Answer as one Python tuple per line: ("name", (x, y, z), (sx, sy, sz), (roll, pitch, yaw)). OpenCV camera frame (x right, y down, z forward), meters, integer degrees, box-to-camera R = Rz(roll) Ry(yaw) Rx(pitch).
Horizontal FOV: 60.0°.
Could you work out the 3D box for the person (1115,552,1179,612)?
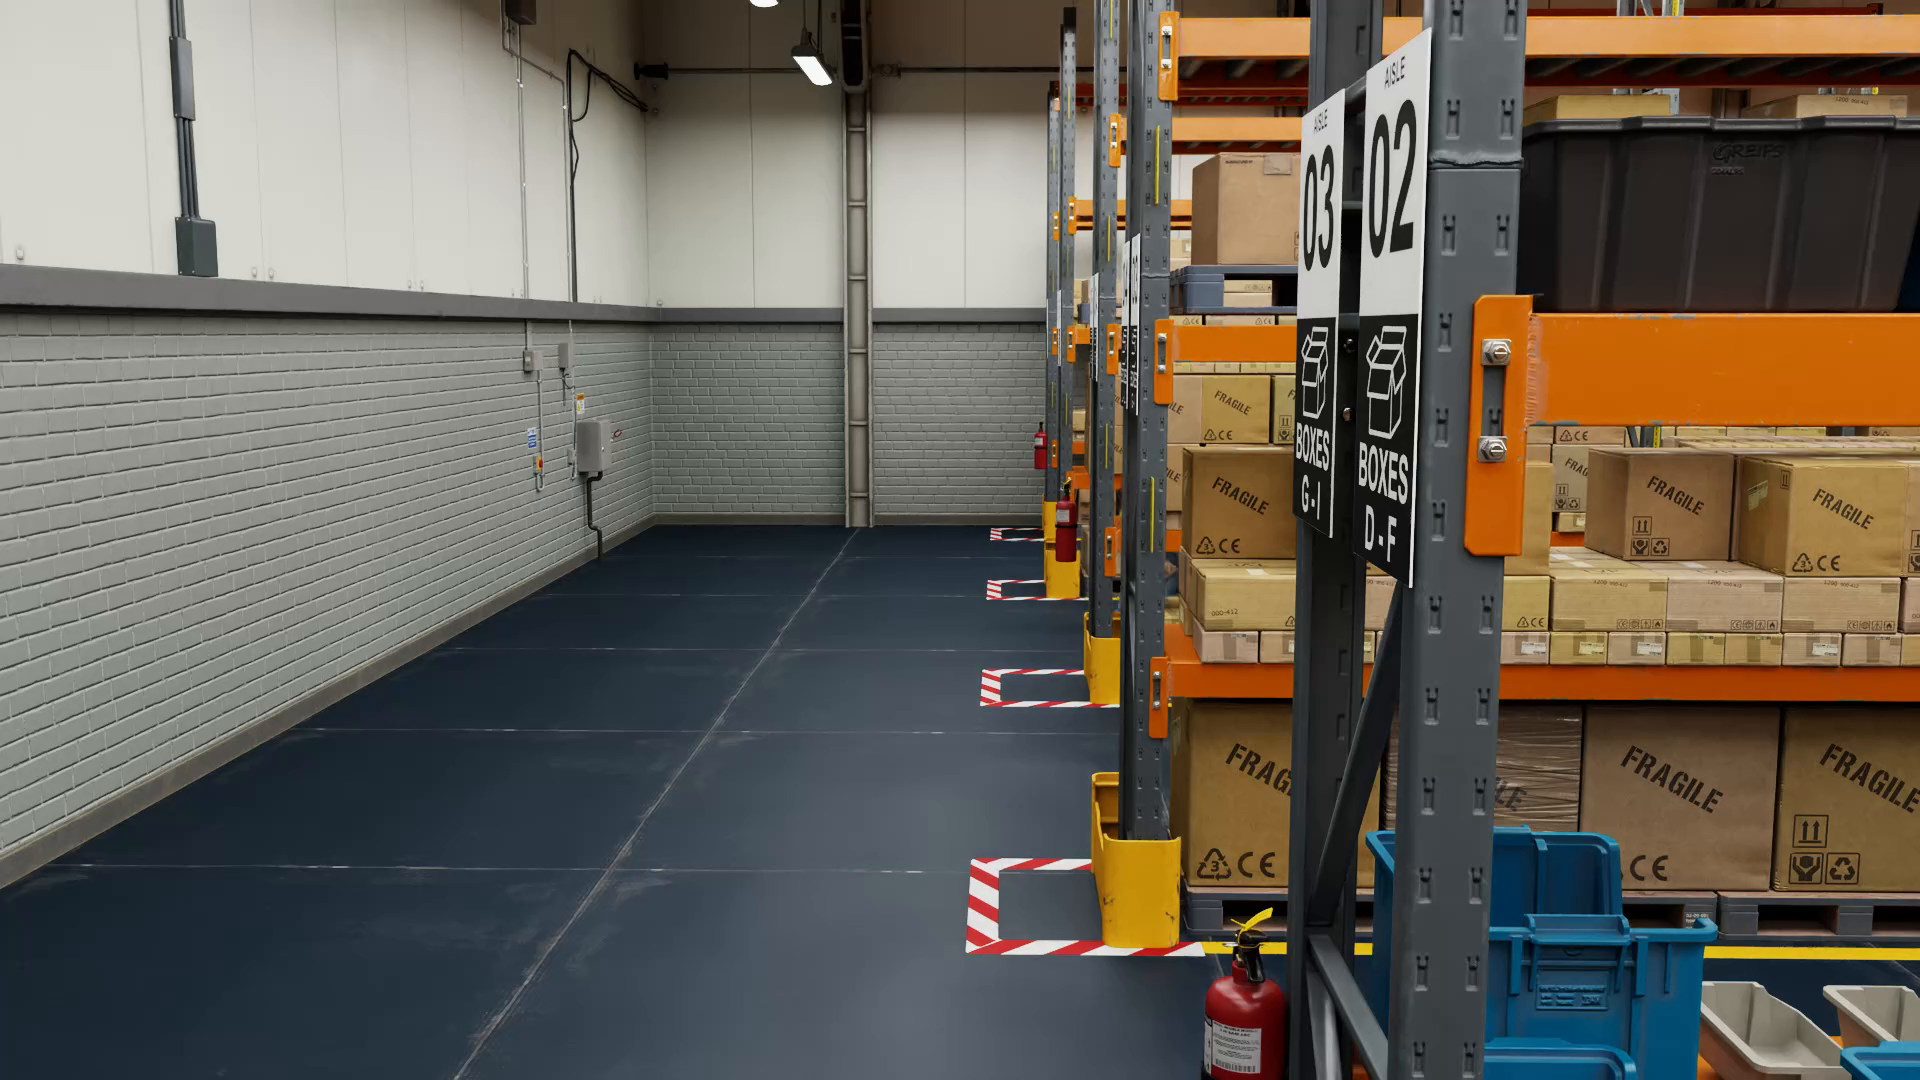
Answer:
("person", (1.873, -0.023, 15.652), (0.829, 1.717, 0.708), (-1, 7, -10))
